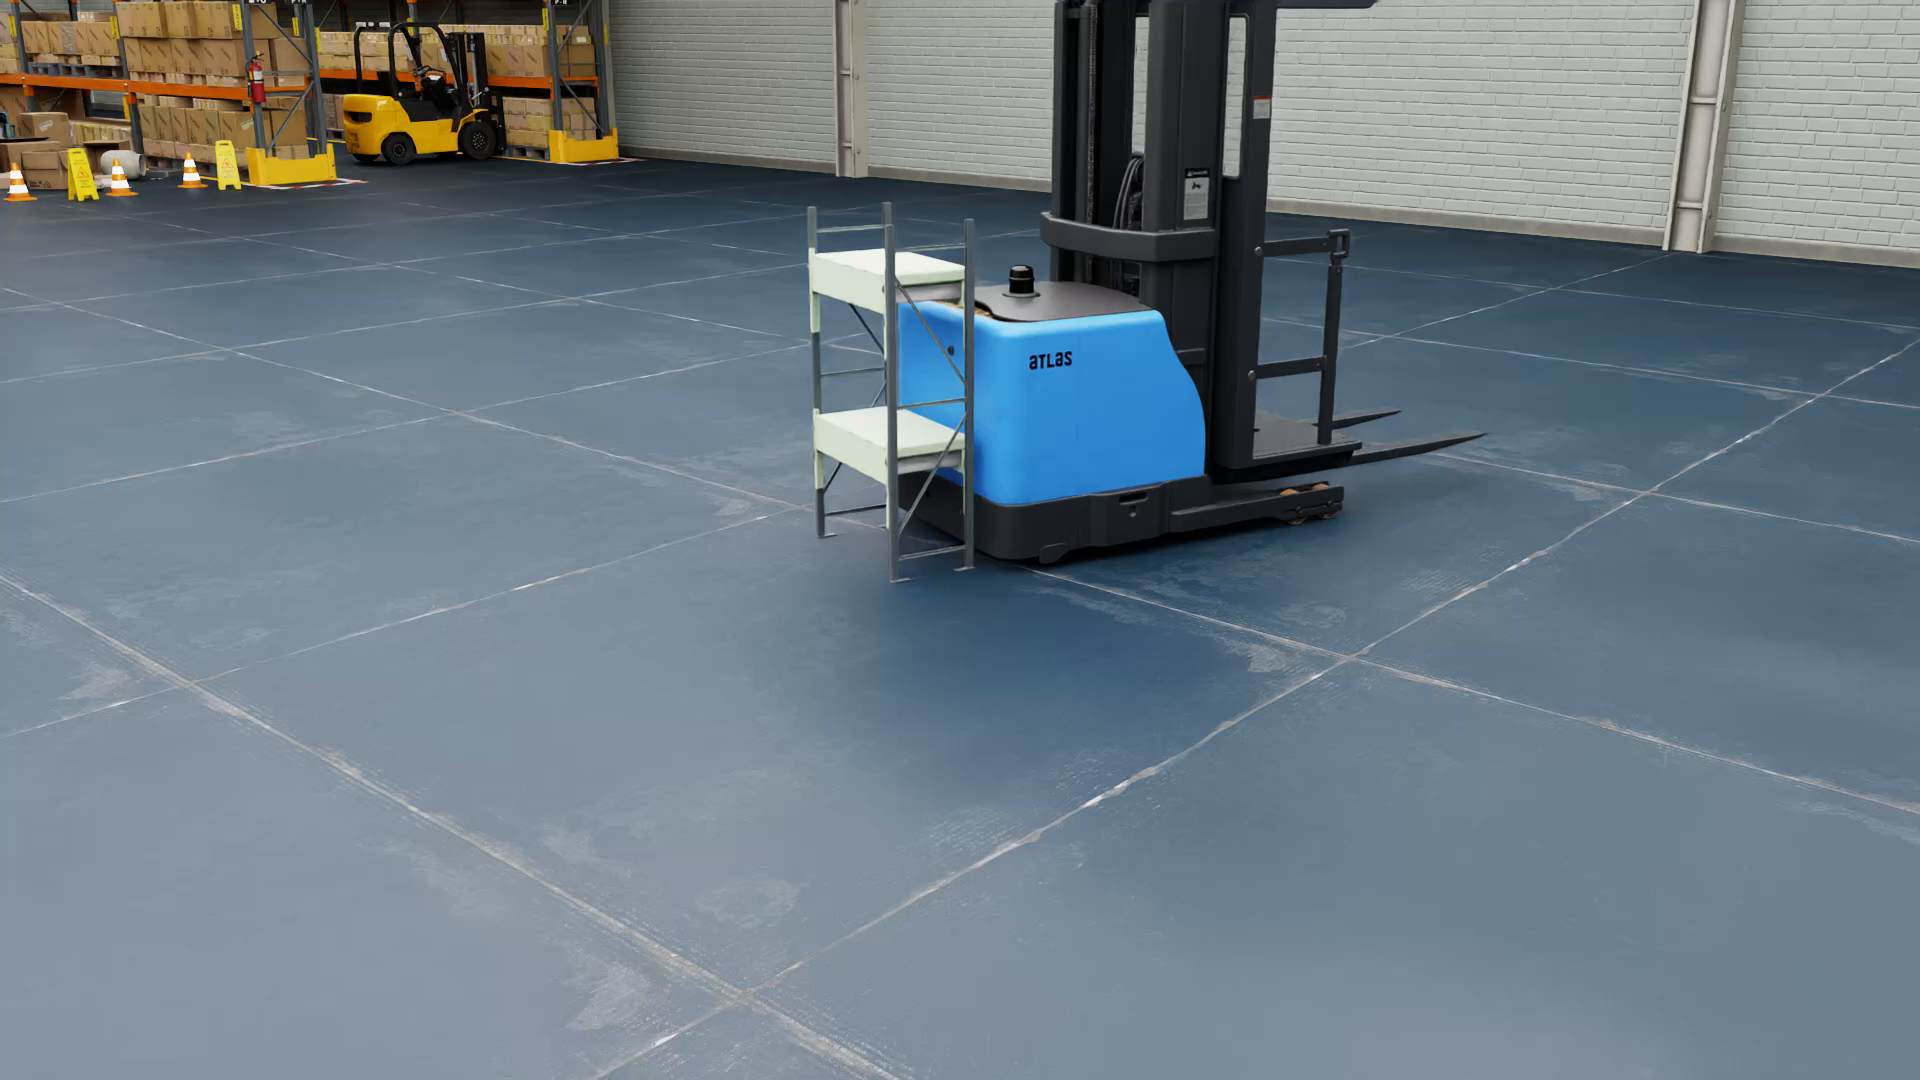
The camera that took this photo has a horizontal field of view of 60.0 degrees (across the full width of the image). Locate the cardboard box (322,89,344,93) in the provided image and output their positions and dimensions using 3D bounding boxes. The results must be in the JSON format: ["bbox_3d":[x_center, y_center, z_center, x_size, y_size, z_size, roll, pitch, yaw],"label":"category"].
[{"bbox_3d":[-12.314,-8.749,32.585,0.250,0.149,0.380,17,24,42],"label":"cardboard box"}]

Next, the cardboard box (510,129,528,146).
[{"bbox_3d":[-7.074,-6.664,27.501,0.500,0.250,0.500,15,23,39],"label":"cardboard box"}]

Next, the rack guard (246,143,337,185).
[{"bbox_3d":[-9.496,-5.349,23.641,0.348,0.500,1.175,15,23,39],"label":"rack guard"}]

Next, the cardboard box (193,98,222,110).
[{"bbox_3d":[-10.913,-6.347,24.190,0.250,0.149,0.380,16,24,42],"label":"cardboard box"}]

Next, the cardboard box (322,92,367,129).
[{"bbox_3d":[-11.674,-8.195,31.708,0.625,0.625,0.875,16,24,41],"label":"cardboard box"}]

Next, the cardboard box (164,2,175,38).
[{"bbox_3d":[-11.071,-7.559,24.160,0.500,0.500,0.700,15,23,39],"label":"cardboard box"}]

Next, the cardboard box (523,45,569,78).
[{"bbox_3d":[-6.690,-7.736,26.864,0.500,0.500,0.500,14,23,38],"label":"cardboard box"}]

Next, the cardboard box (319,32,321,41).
[{"bbox_3d":[-11.888,-9.428,31.124,0.250,0.149,0.380,16,23,40],"label":"cardboard box"}]

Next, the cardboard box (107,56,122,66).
[{"bbox_3d":[-12.999,-7.450,25.848,0.250,0.149,0.380,15,23,40],"label":"cardboard box"}]

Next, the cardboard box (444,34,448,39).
[{"bbox_3d":[-8.532,-8.522,28.267,0.250,0.149,0.380,16,23,40],"label":"cardboard box"}]

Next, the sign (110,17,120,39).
[{"bbox_3d":[-12.797,-7.754,25.172,0.005,0.325,0.100,15,23,39],"label":"sign"}]

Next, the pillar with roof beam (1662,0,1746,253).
[{"bbox_3d":[4.535,-6.264,12.474,0.400,9.000,9.100,15,23,39],"label":"pillar with roof beam"}]

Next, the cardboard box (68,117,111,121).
[{"bbox_3d":[-15.007,-6.964,28.245,0.625,0.372,0.950,13,22,36],"label":"cardboard box"}]

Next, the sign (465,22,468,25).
[{"bbox_3d":[-8.772,-9.029,29.540,0.005,0.325,0.100,15,23,39],"label":"sign"}]

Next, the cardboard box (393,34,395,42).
[{"bbox_3d":[-9.895,-8.936,29.573,0.250,0.149,0.380,15,23,39],"label":"cardboard box"}]

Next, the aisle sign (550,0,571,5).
[{"bbox_3d":[-6.293,-8.809,26.111,0.004,0.787,0.394,15,23,39],"label":"aisle sign"}]

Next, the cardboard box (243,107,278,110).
[{"bbox_3d":[-10.271,-6.106,24.503,0.500,0.500,0.500,14,22,37],"label":"cardboard box"}]

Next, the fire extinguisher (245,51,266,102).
[{"bbox_3d":[-9.660,-6.361,22.825,0.183,0.674,0.296,15,23,39],"label":"fire extinguisher"}]

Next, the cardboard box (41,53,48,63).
[{"bbox_3d":[-14.940,-7.975,27.503,0.250,0.149,0.380,13,22,36],"label":"cardboard box"}]

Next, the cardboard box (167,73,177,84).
[{"bbox_3d":[-11.458,-6.814,24.539,0.250,0.149,0.380,15,23,40],"label":"cardboard box"}]

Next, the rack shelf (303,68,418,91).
[{"bbox_3d":[-10.635,-8.511,30.660,4.000,0.370,1.077,15,23,39],"label":"rack shelf"}]

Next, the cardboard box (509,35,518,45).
[{"bbox_3d":[-7.135,-8.175,27.175,0.250,0.149,0.380,15,23,39],"label":"cardboard box"}]

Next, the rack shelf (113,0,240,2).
[{"bbox_3d":[-10.935,-8.014,24.135,4.000,0.370,1.077,15,23,39],"label":"rack shelf"}]

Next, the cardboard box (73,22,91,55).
[{"bbox_3d":[-13.683,-7.963,26.394,0.500,0.500,0.500,16,24,41],"label":"cardboard box"}]

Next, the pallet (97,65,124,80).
[{"bbox_3d":[-12.906,-7.424,26.361,1.213,0.211,1.003,15,23,39],"label":"pallet"}]

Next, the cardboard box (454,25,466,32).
[{"bbox_3d":[-8.309,-8.618,28.078,0.250,0.149,0.380,15,23,38],"label":"cardboard box"}]

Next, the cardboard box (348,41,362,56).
[{"bbox_3d":[-10.809,-8.971,30.342,0.500,0.250,0.500,15,23,40],"label":"cardboard box"}]

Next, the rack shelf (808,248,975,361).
[{"bbox_3d":[-0.301,-1.029,7.085,0.431,0.370,0.720,-10,20,-28],"label":"rack shelf"}]

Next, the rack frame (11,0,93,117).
[{"bbox_3d":[-15.423,-8.132,28.276,0.127,3.000,1.000,15,23,39],"label":"rack frame"}]

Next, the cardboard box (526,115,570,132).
[{"bbox_3d":[-6.719,-6.804,27.117,0.500,0.250,0.500,15,23,39],"label":"cardboard box"}]

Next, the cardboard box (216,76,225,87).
[{"bbox_3d":[-10.302,-6.514,23.595,0.250,0.149,0.380,15,23,38],"label":"cardboard box"}]

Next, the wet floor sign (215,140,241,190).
[{"bbox_3d":[-10.008,-5.123,22.688,0.267,0.644,0.232,-9,20,-27],"label":"wet floor sign"}]

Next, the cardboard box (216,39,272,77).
[{"bbox_3d":[-10.028,-6.762,23.301,0.500,0.500,0.500,15,23,38],"label":"cardboard box"}]

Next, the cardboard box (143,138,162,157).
[{"bbox_3d":[-12.169,-6.039,25.532,0.500,0.250,0.500,14,22,37],"label":"cardboard box"}]

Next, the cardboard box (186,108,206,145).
[{"bbox_3d":[-10.977,-6.081,24.426,0.500,0.500,0.500,14,23,38],"label":"cardboard box"}]

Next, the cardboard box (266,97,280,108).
[{"bbox_3d":[-13.351,-8.508,32.899,0.500,0.500,0.500,16,24,42],"label":"cardboard box"}]

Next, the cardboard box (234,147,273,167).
[{"bbox_3d":[-10.241,-5.521,23.902,0.500,0.250,0.500,15,23,39],"label":"cardboard box"}]

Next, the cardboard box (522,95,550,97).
[{"bbox_3d":[-7.124,-7.357,28.033,0.500,0.250,0.500,15,23,39],"label":"cardboard box"}]

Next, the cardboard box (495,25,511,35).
[{"bbox_3d":[-7.379,-8.355,27.250,0.250,0.149,0.380,16,23,41],"label":"cardboard box"}]

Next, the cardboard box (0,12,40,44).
[{"bbox_3d":[-15.983,-8.701,28.250,0.500,0.500,0.500,14,23,38],"label":"cardboard box"}]

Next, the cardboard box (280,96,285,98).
[{"bbox_3d":[-13.061,-8.726,32.514,0.250,0.149,0.380,14,22,37],"label":"cardboard box"}]

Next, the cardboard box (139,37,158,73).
[{"bbox_3d":[-11.896,-7.271,24.907,0.500,0.500,0.500,15,23,39],"label":"cardboard box"}]

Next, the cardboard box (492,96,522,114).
[{"bbox_3d":[-7.469,-7.238,27.657,0.500,0.250,0.500,15,23,40],"label":"cardboard box"}]

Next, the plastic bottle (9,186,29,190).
[{"bbox_3d":[-12.786,-4.774,22.554,0.283,0.061,0.133,7,19,21],"label":"plastic bottle"}]

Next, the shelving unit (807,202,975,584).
[{"bbox_3d":[-0.301,-0.657,7.203,0.431,1.500,0.755,-10,20,-28],"label":"shelving unit"}]

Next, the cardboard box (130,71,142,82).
[{"bbox_3d":[-12.408,-7.073,25.355,0.250,0.149,0.380,15,23,39],"label":"cardboard box"}]

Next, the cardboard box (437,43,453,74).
[{"bbox_3d":[-8.580,-8.251,28.486,0.500,0.500,0.500,16,23,40],"label":"cardboard box"}]

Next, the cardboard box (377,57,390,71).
[{"bbox_3d":[-10.070,-8.523,29.755,0.500,0.250,0.500,15,23,39],"label":"cardboard box"}]

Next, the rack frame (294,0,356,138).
[{"bbox_3d":[-12.131,-9.256,31.817,0.127,3.000,1.000,15,23,39],"label":"rack frame"}]

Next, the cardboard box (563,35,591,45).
[{"bbox_3d":[-6.229,-8.133,27.042,0.250,0.149,0.380,14,23,38],"label":"cardboard box"}]

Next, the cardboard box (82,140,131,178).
[{"bbox_3d":[-12.533,-5.615,24.475,0.500,0.500,0.500,-3,18,-8],"label":"cardboard box"}]

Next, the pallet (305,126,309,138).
[{"bbox_3d":[-12.664,-8.085,32.738,1.213,0.211,1.003,15,23,39],"label":"pallet"}]

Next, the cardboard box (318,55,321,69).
[{"bbox_3d":[-11.961,-9.040,31.385,0.500,0.250,0.500,15,23,39],"label":"cardboard box"}]

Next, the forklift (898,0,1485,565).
[{"bbox_3d":[1.242,-1.596,7.796,3.031,2.935,1.130,-10,20,-28],"label":"forklift"}]
